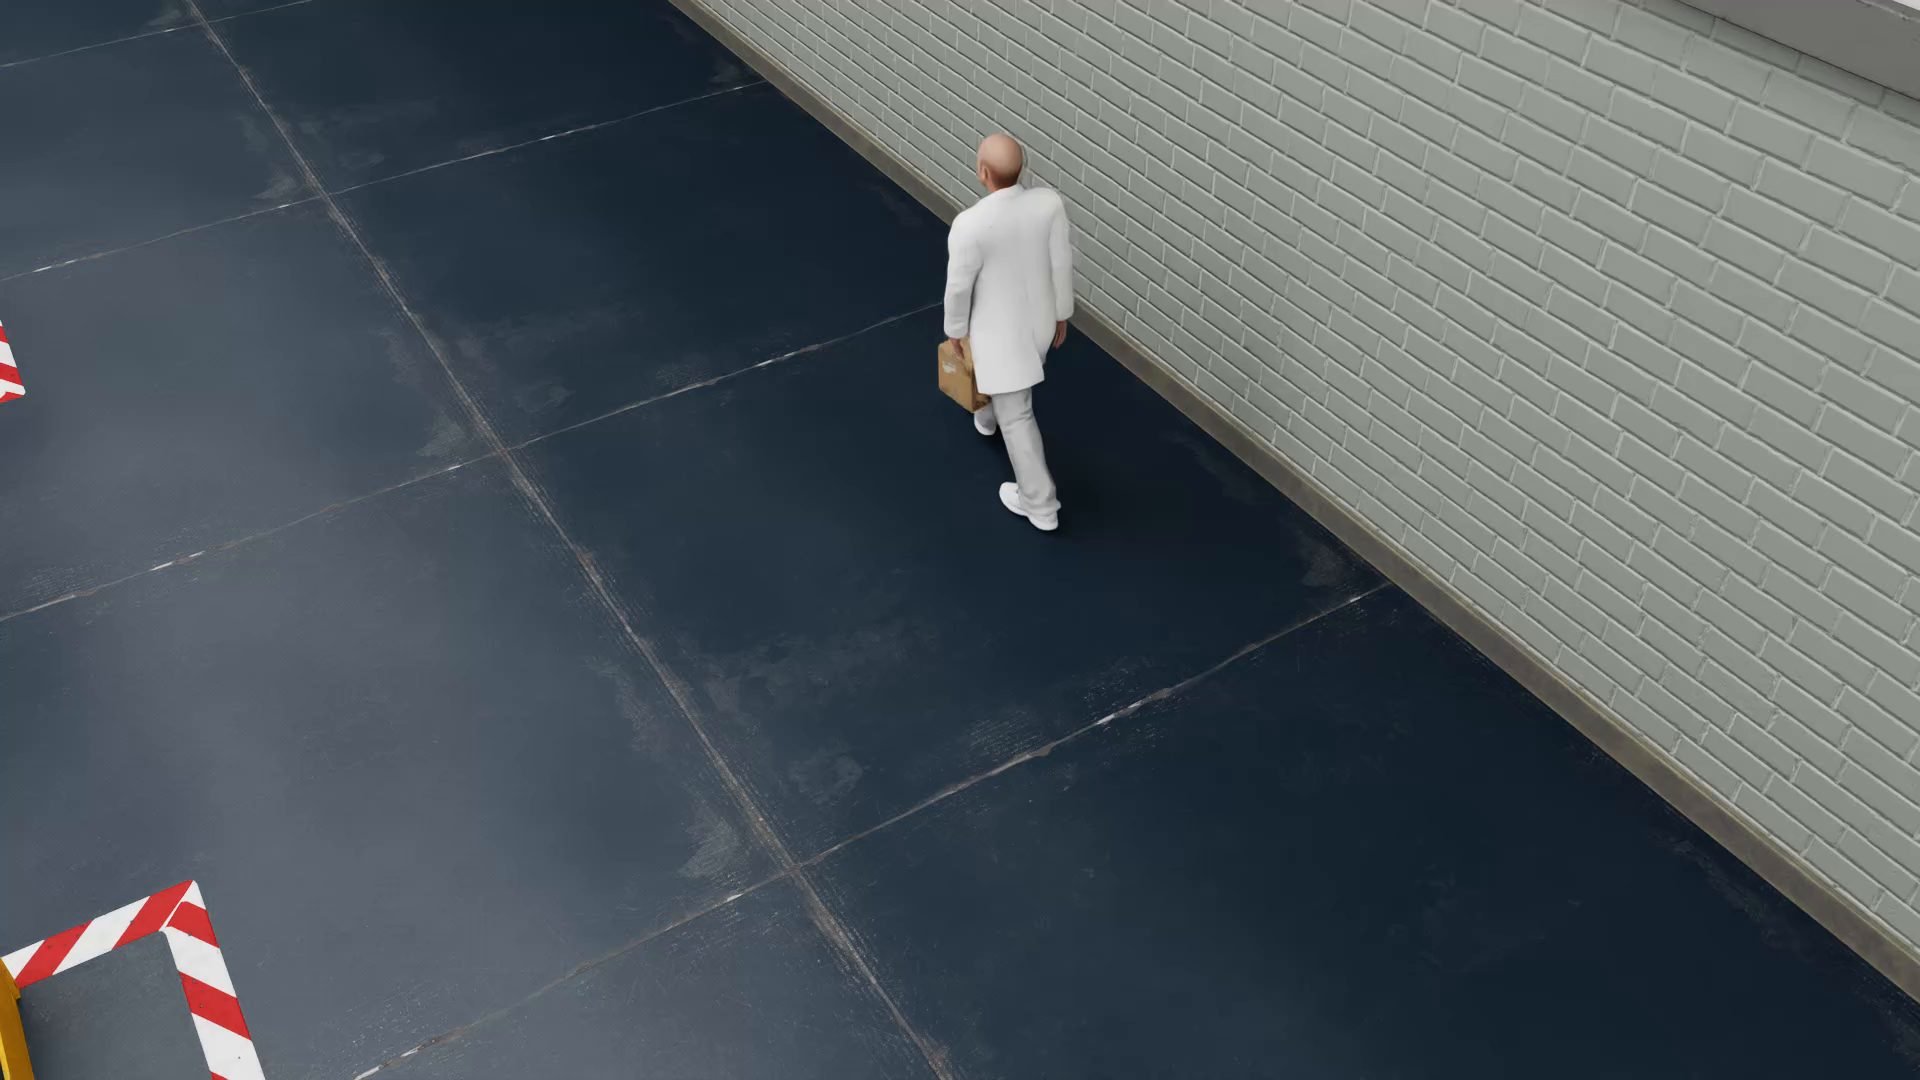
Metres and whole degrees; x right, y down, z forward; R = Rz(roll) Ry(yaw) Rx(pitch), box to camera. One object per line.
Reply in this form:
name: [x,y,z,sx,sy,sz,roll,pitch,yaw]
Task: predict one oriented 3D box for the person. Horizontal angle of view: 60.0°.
person: [0.156,-0.996,7.346,0.591,1.723,1.101,-23,45,-25]
